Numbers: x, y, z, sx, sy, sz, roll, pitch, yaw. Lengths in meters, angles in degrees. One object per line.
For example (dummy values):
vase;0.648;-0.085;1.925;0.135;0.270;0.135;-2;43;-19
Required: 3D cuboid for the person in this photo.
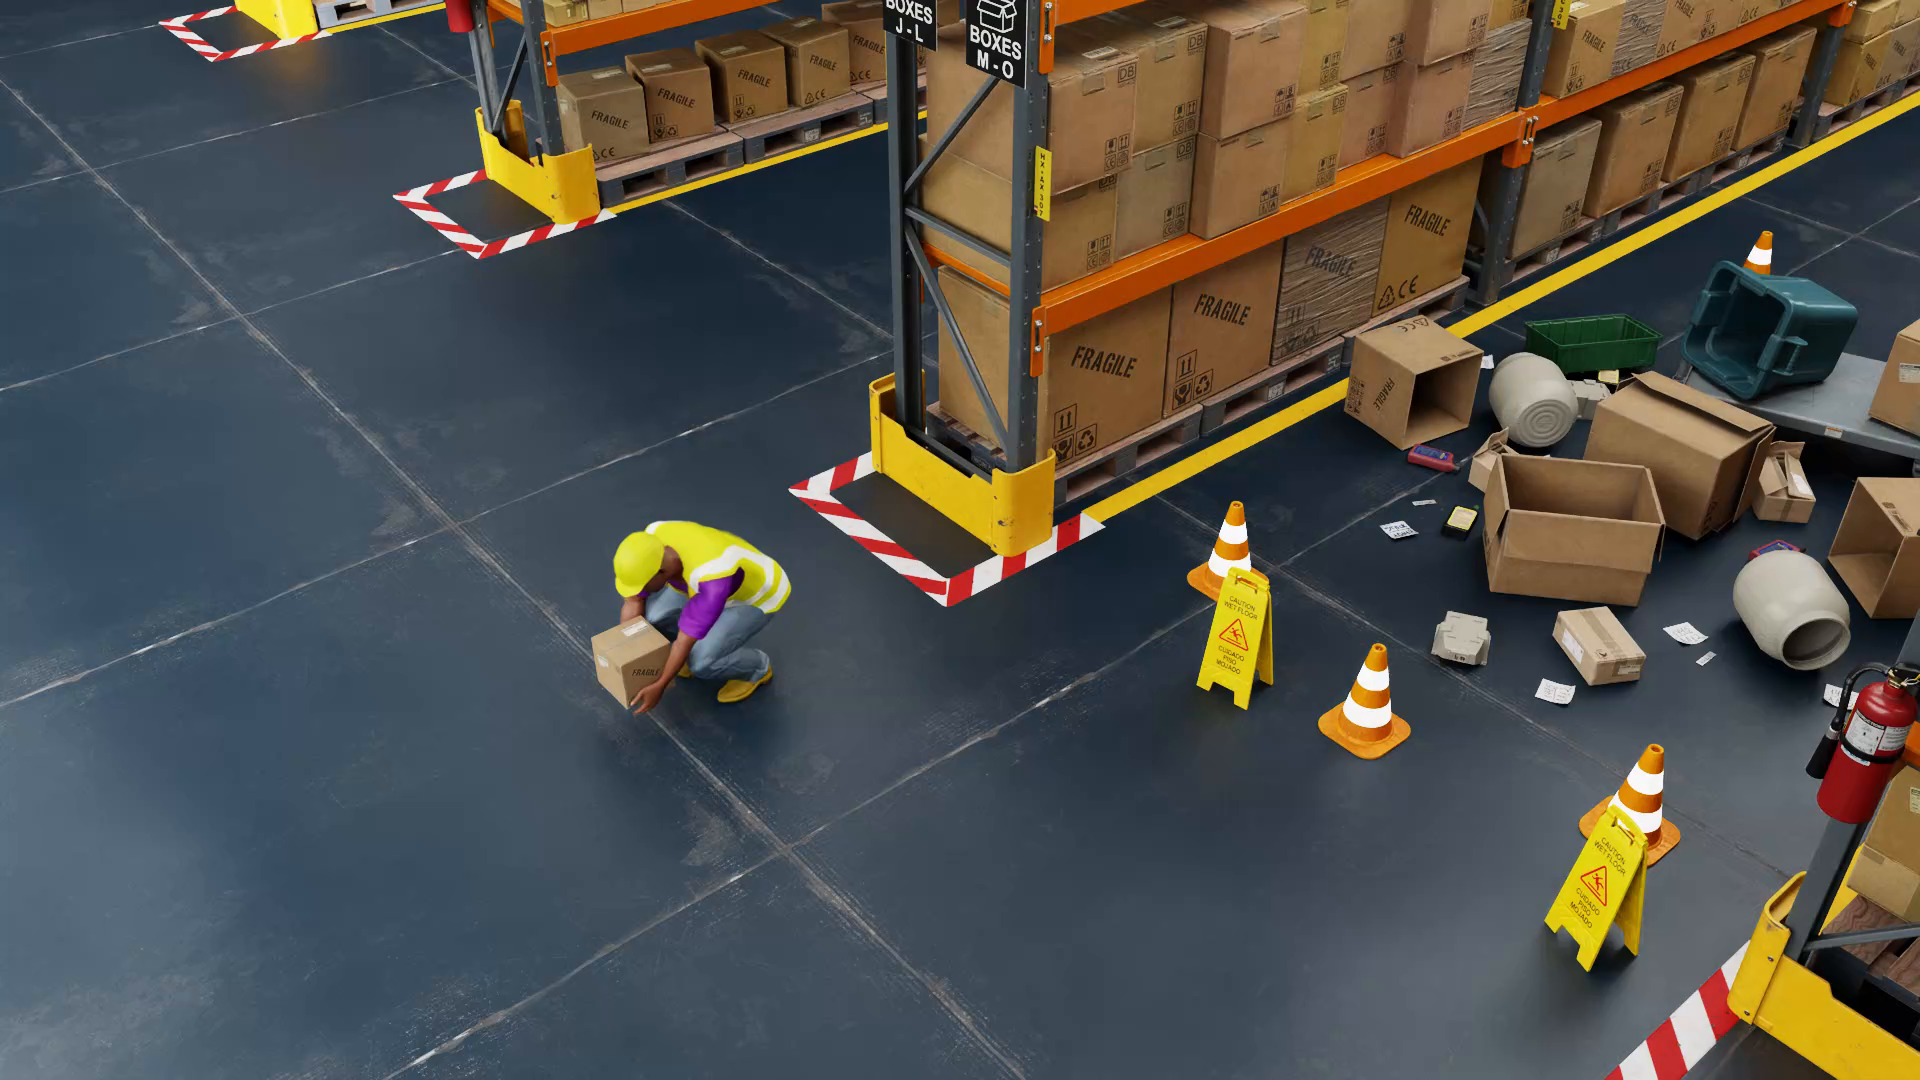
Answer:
person;-1.132;0.267;7.343;0.823;1.011;0.553;-27;44;-32
